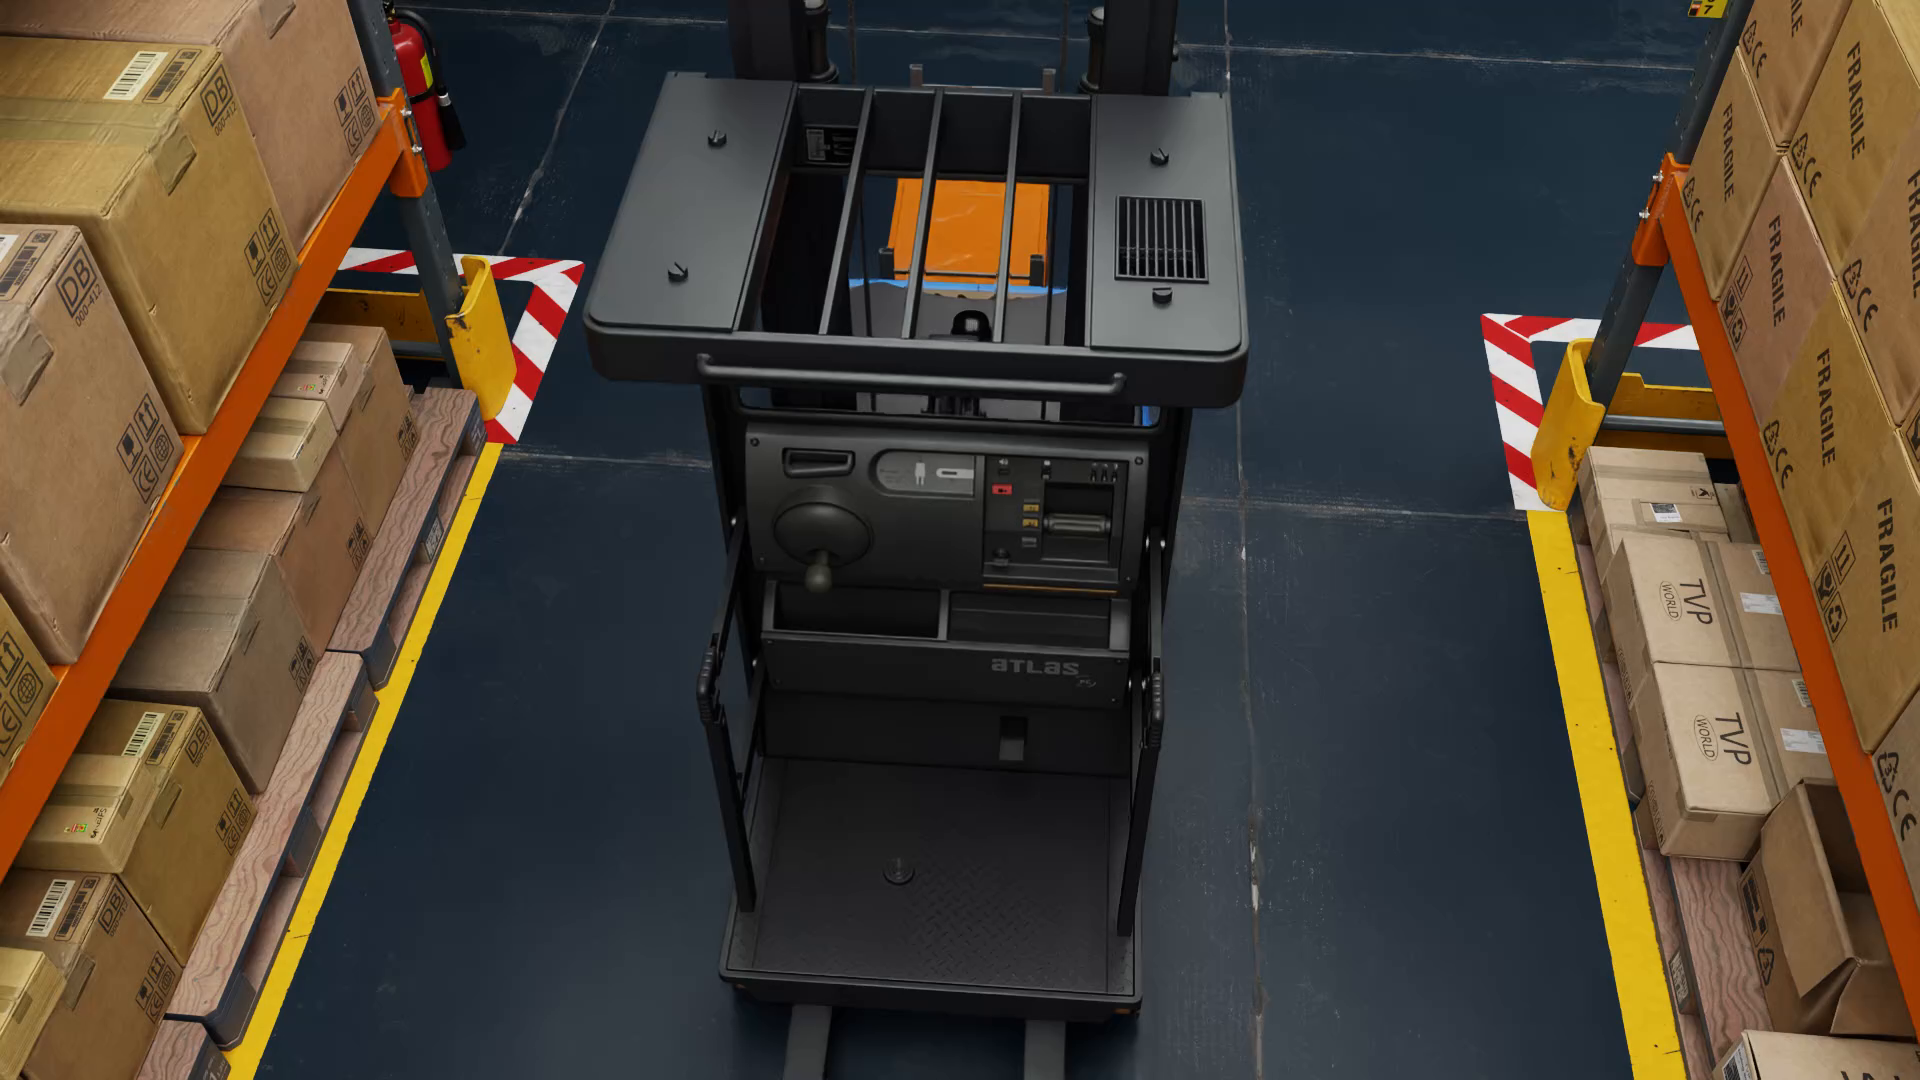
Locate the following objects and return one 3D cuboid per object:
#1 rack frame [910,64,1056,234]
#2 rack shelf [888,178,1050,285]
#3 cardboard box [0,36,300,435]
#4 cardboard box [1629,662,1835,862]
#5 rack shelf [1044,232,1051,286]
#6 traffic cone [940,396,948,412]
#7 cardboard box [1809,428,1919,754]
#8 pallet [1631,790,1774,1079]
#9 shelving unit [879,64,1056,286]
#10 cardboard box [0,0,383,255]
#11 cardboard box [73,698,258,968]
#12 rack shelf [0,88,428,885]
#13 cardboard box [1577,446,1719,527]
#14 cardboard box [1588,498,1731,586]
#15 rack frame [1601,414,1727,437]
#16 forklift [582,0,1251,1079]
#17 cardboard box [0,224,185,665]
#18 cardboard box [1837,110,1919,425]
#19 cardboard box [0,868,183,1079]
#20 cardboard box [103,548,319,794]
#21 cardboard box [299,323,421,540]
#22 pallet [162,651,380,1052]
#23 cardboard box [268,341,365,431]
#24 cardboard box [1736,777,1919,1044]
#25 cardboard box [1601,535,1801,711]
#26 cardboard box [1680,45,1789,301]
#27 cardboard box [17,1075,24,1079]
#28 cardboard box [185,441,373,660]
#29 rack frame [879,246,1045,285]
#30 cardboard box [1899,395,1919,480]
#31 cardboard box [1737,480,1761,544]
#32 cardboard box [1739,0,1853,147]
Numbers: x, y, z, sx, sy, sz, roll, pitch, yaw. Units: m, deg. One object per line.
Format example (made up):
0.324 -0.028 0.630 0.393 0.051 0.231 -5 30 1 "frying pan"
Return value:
0.077 -1.237 6.119 0.500 1.125 0.032 3 48 3 "rack frame"
0.042 -1.060 5.560 0.538 0.278 1.000 3 48 3 "rack shelf"
-2.375 -0.783 4.230 0.980 0.700 0.700 4 48 3 "cardboard box"
2.227 0.633 4.704 0.500 0.250 0.500 4 48 4 "cardboard box"
0.042 -0.697 5.957 0.538 0.278 1.000 3 48 3 "rack shelf"
-0.050 -0.044 4.322 0.062 1.202 0.307 4 48 4 "traffic cone"
2.210 0.128 3.533 0.500 0.500 0.500 4 48 4 "cardboard box"
2.458 1.215 4.496 1.003 0.211 1.213 4 48 4 "pallet"
0.042 -0.862 5.776 0.538 1.125 1.048 3 48 3 "shelving unit"
-2.320 -1.318 4.720 0.980 0.700 0.700 6 48 5 "cardboard box"
-2.379 0.760 4.431 0.700 0.500 0.500 5 48 4 "cardboard box"
-2.465 0.120 4.095 1.077 0.370 4.000 4 48 4 "rack shelf"
2.270 -0.164 5.501 0.380 0.149 0.250 4 48 4 "cardboard box"
2.247 0.014 5.326 0.380 0.166 0.250 4 48 4 "cardboard box"
2.647 -1.262 4.872 0.949 2.616 0.053 4 48 4 "rack frame"
-0.047 0.043 3.725 1.130 2.935 3.031 3 48 3 "forklift"
-2.453 -0.223 3.718 0.980 0.700 0.700 2 48 2 "cardboard box"
2.257 -0.573 3.496 0.500 0.500 0.500 4 48 4 "cardboard box"
-2.428 1.137 4.087 0.700 0.500 0.500 3 48 3 "cardboard box"
-2.338 0.368 4.790 0.700 0.500 0.500 2 48 2 "cardboard box"
-2.247 -0.370 5.465 0.700 0.500 0.500 4 48 4 "cardboard box"
-2.392 0.835 4.843 1.003 0.211 1.213 4 48 4 "pallet"
-2.078 -0.482 5.128 0.380 0.149 0.250 3 48 3 "cardboard box"
2.452 0.990 4.205 0.797 0.503 0.637 4 48 4 "cardboard box"
2.273 0.265 5.040 0.500 0.250 0.500 4 48 4 "cardboard box"
2.347 -0.988 4.553 0.500 0.500 0.500 5 48 4 "cardboard box"
-2.477 1.506 3.749 0.700 0.500 0.500 4 48 4 "cardboard box"
-2.293 -0.002 5.128 0.700 0.500 0.500 4 48 3 "cardboard box"
0.006 -0.488 5.434 0.500 1.125 0.032 3 48 3 "rack frame"
2.211 -0.200 3.155 0.500 0.500 0.500 3 48 3 "cardboard box"
2.846 -0.151 5.251 0.500 0.500 0.500 4 48 4 "cardboard box"
2.347 -1.325 4.184 0.500 0.500 0.500 5 48 5 "cardboard box"
